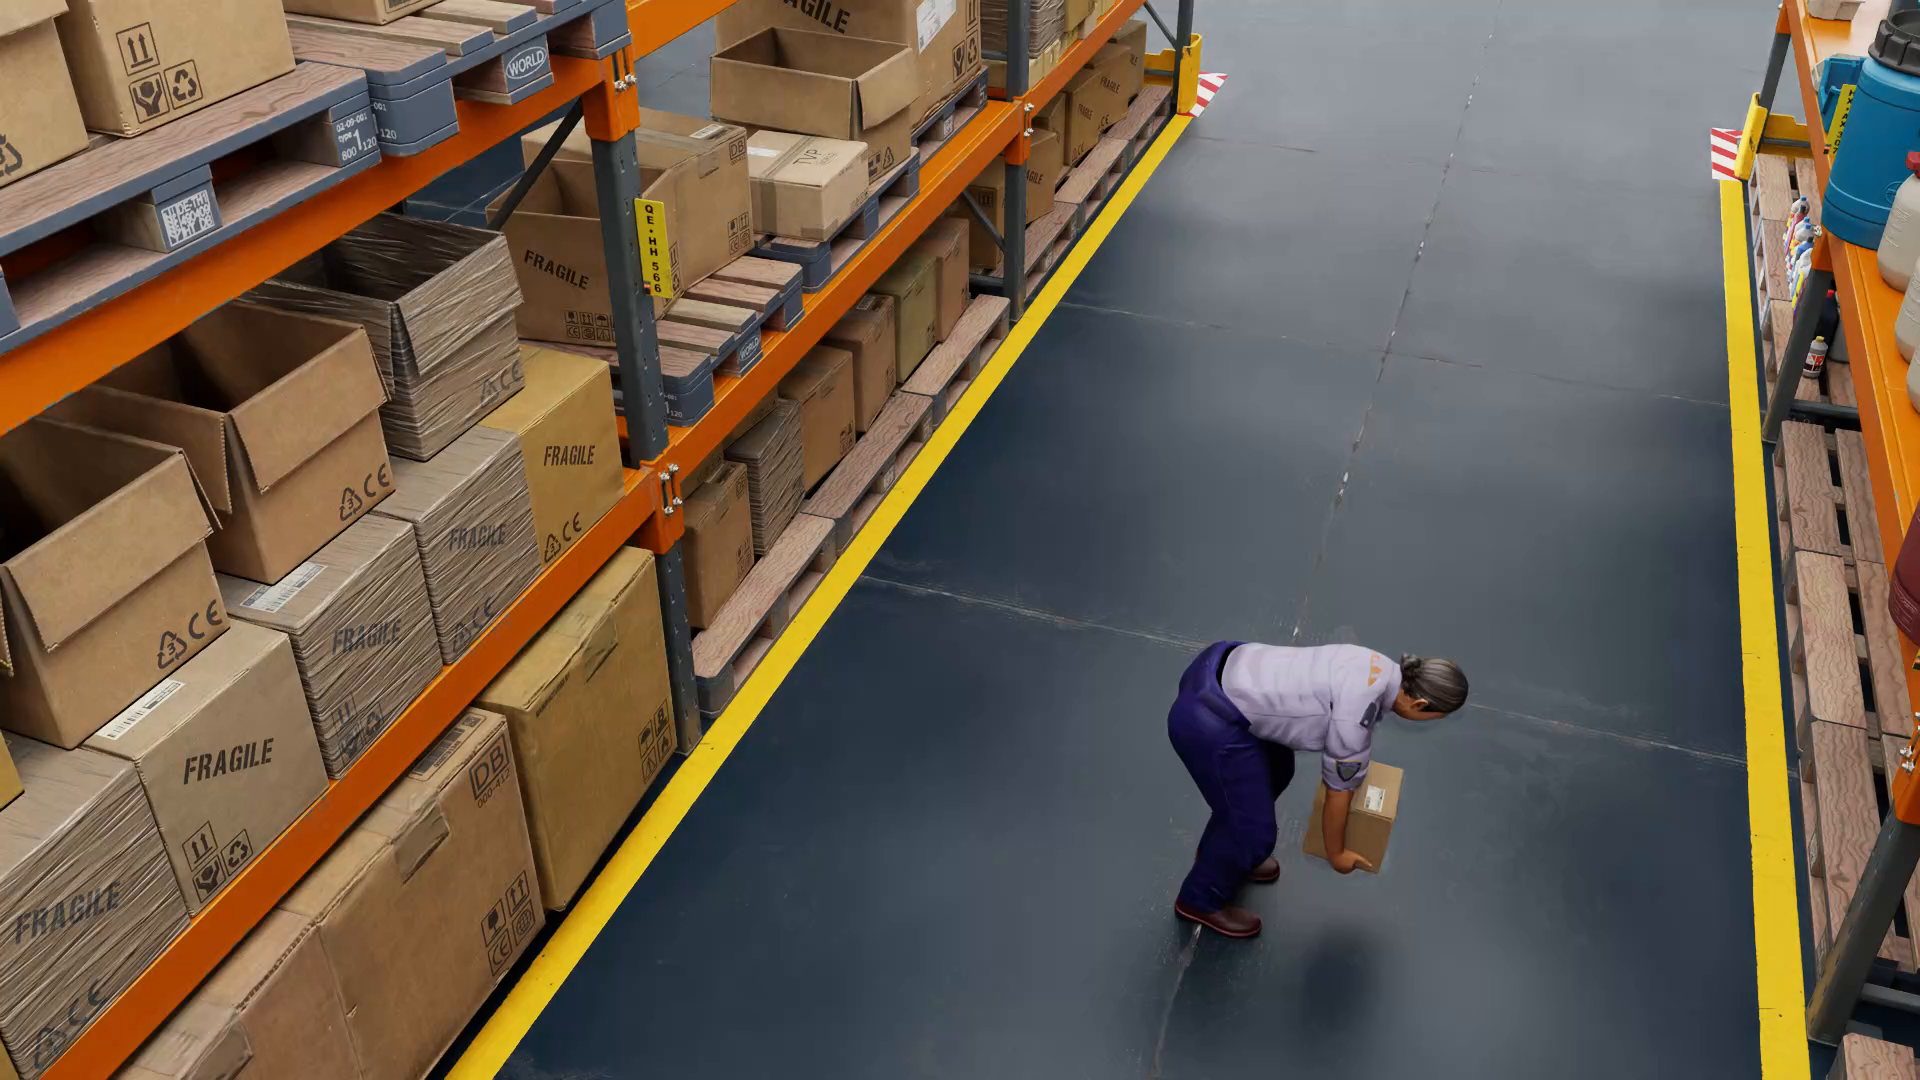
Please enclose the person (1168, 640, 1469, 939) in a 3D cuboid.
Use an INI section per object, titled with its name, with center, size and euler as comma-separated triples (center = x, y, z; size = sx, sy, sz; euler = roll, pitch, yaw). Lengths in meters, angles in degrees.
[person]
center = 1.118, 0.787, 5.418
size = 0.888, 1.153, 0.466
euler = 10, 35, 15
